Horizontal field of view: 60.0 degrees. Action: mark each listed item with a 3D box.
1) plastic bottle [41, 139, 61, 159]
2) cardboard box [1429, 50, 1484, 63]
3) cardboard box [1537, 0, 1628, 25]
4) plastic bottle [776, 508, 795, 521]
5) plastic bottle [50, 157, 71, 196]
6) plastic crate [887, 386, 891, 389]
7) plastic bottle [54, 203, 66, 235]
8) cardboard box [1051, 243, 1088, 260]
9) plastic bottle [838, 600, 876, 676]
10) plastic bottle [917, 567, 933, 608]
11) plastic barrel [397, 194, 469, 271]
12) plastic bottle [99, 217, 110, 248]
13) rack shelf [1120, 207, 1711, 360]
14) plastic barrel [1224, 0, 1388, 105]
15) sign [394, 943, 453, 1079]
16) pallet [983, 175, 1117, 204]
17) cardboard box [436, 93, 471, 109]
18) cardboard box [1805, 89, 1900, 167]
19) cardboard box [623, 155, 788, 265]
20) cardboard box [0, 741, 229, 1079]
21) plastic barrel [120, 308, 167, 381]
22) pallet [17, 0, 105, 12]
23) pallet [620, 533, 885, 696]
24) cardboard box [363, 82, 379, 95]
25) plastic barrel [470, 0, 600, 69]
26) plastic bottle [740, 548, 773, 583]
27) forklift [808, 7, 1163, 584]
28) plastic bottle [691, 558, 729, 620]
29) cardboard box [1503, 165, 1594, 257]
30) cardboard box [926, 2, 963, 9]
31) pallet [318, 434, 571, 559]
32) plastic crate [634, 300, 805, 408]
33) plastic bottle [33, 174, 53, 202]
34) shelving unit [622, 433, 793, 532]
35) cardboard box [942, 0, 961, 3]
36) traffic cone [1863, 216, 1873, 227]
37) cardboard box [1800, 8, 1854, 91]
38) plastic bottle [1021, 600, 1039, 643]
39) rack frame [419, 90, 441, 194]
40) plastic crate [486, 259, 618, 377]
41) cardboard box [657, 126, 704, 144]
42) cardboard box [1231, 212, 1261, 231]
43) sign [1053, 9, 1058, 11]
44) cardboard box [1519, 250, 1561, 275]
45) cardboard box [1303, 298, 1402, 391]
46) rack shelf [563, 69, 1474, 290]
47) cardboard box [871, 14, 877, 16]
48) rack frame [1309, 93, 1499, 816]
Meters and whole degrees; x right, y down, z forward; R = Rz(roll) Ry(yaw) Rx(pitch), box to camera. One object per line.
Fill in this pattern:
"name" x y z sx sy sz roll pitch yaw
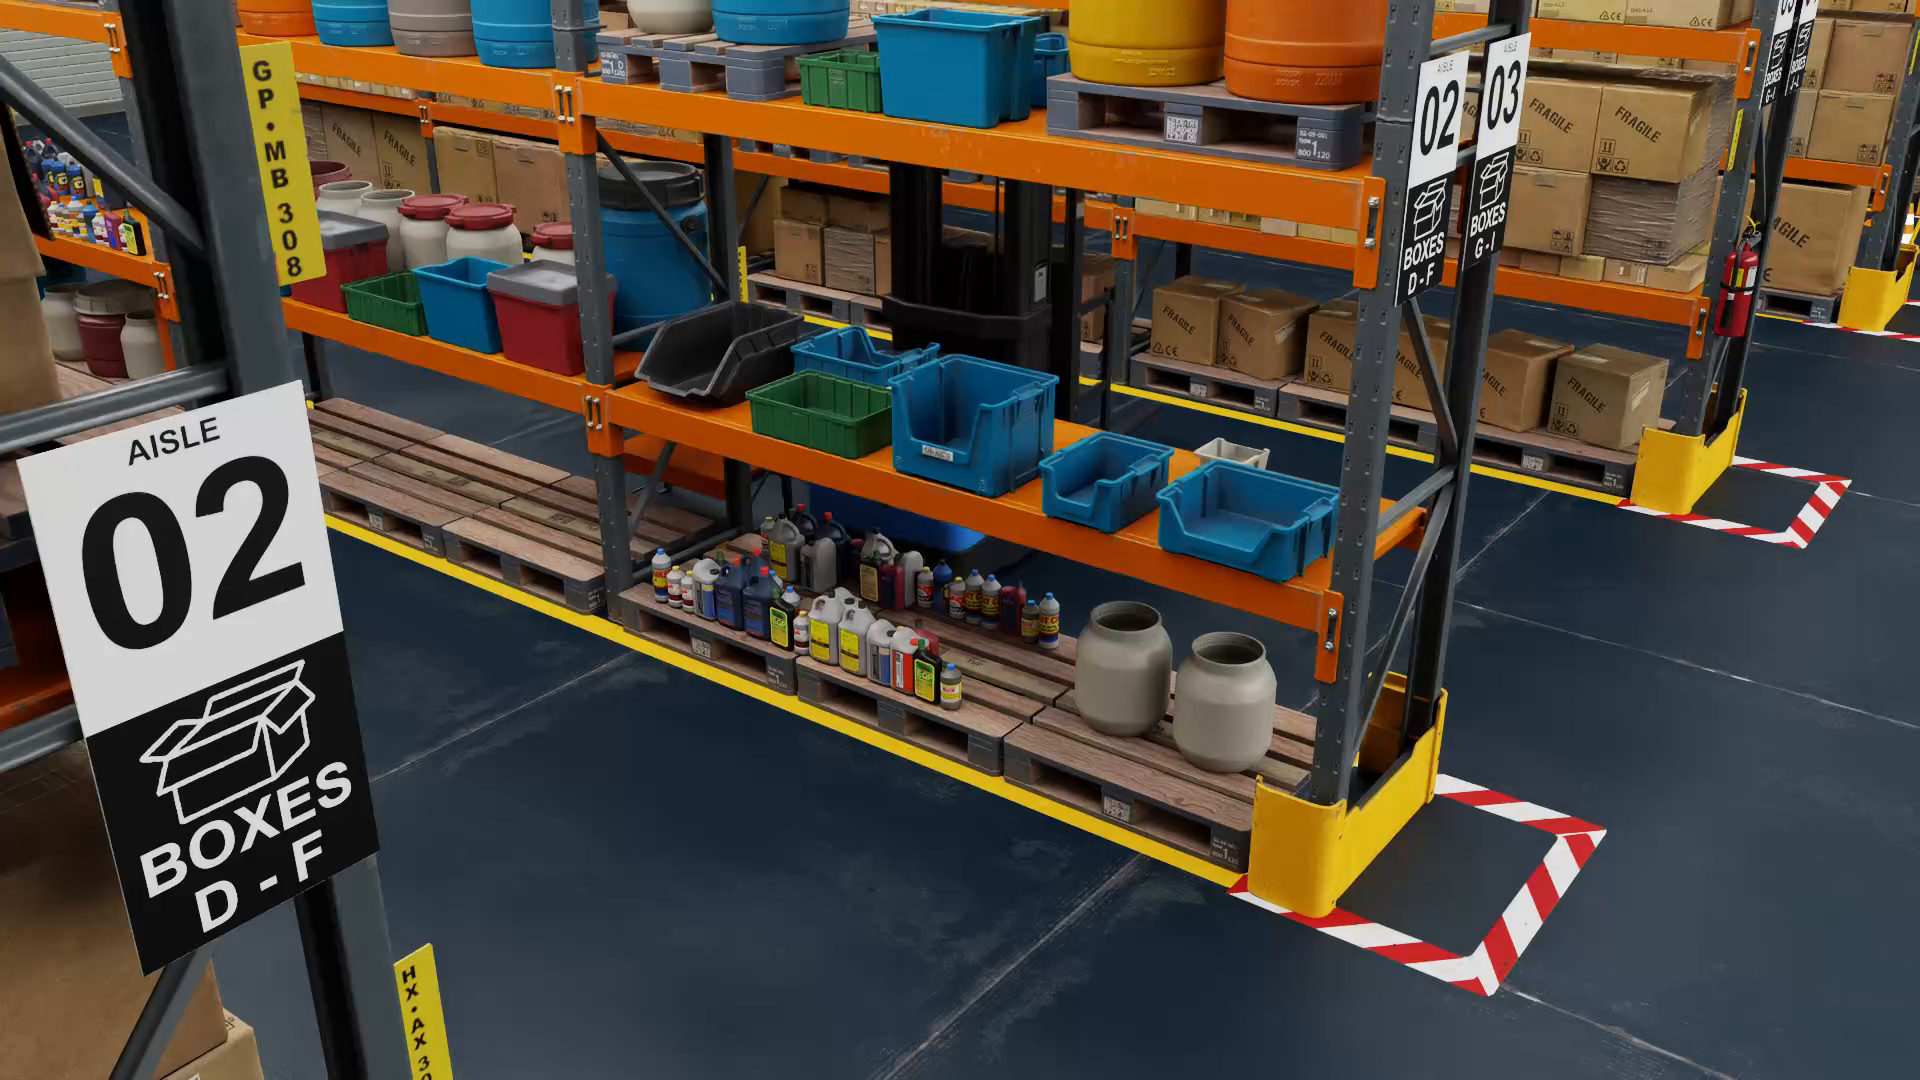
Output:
"plastic bottle" -6.831 -2.844 12.545 0.185 0.351 0.144 17 29 33
"cardboard box" 3.185 -2.947 10.985 0.500 0.500 0.500 17 29 33
"cardboard box" 3.723 -3.182 9.718 0.500 0.250 0.500 17 29 34
"plastic bottle" -0.926 -0.042 8.947 0.133 0.283 0.061 19 30 36
"plastic bottle" -6.658 -2.690 12.295 0.097 0.271 0.097 0 24 0
"plastic crate" -0.058 -0.662 7.858 0.437 0.136 0.530 17 29 33
"plastic bottle" -6.023 -2.161 11.180 0.097 0.201 0.097 0 24 0
"cardboard box" 0.613 -2.025 13.181 0.500 0.500 0.700 17 29 33
"plastic bottle" -0.472 0.440 7.770 0.185 0.351 0.144 18 30 35
"plastic bottle" -0.170 0.234 8.425 0.097 0.201 0.097 0 24 0
"plastic barrel" -3.077 -1.740 9.809 0.433 0.535 0.433 0 24 0
"plastic bottle" -5.556 -2.019 10.859 0.097 0.201 0.097 0 24 0
"rack shelf" 3.062 -1.878 11.185 4.000 0.370 1.077 17 29 33
"plastic barrel" 1.227 -1.964 5.713 0.708 0.830 0.600 17 29 33
"sign" -0.945 0.861 2.903 0.005 0.325 0.100 17 29 33
"pallet" 0.937 -2.835 12.702 1.213 0.211 1.003 17 29 33
"cardboard box" -4.722 -4.480 16.073 0.500 0.500 0.500 17 29 33
"cardboard box" 7.394 -3.444 13.659 0.550 0.550 0.875 17 29 33
"cardboard box" -2.279 -3.052 15.071 0.875 0.875 1.225 15 28 31
"cardboard box" -1.690 0.702 2.703 0.500 0.500 0.700 17 29 33
"plastic barrel" -5.617 -1.335 11.624 0.421 0.512 0.421 0 24 0
"pallet" -5.263 -3.563 10.631 1.213 0.211 1.003 17 29 33
"pallet" -0.997 0.359 8.674 1.213 0.211 1.003 17 29 33
"cardboard box" -5.792 -4.603 16.789 0.250 0.149 0.380 16 29 32
"plastic barrel" -2.046 -2.748 7.925 0.708 0.901 0.600 17 29 33
"plastic bottle" -1.026 0.200 8.315 0.185 0.351 0.144 17 29 33
"forklift" 0.323 -1.605 9.758 1.130 2.935 3.031 13 27 28
"plastic bottle" -1.242 0.240 8.318 0.135 0.276 0.152 18 30 35
"cardboard box" 3.766 -2.130 10.371 0.500 0.500 0.875 17 29 33
"cardboard box" -0.166 -5.803 18.253 0.250 0.149 0.380 17 29 33
"pallet" -3.141 -0.289 10.145 1.213 0.211 1.003 17 29 33
"plastic crate" -1.167 -0.897 8.143 0.504 0.338 0.767 17 29 33
"plastic bottle" -6.306 -2.326 11.371 0.185 0.351 0.144 17 29 33
"shelving unit" -1.567 -0.639 9.789 1.048 1.125 0.538 16 29 33
"cardboard box" 0.010 -6.075 18.871 0.250 0.149 0.380 18 29 35
"traffic cone" 9.488 -3.448 17.002 0.334 0.463 0.336 17 29 33
"cardboard box" 6.949 -4.068 13.737 0.550 0.550 0.875 17 29 33
"plastic bottle" 0.345 0.389 8.071 0.097 0.201 0.097 0 24 0
"rack frame" -4.940 -4.626 16.528 0.127 3.000 1.000 17 29 33
"plastic crate" -2.080 -1.141 8.540 0.583 0.464 0.402 17 29 33
"cardboard box" -2.283 -3.744 14.402 0.500 0.500 0.500 18 29 35
"cardboard box" 2.068 -2.254 11.456 0.250 0.149 0.380 17 29 33
"sign" 0.998 -5.551 17.290 0.005 0.325 0.100 17 29 33
"cardboard box" 3.689 -1.781 10.384 0.250 0.149 0.380 17 29 33
"cardboard box" 2.764 -1.369 11.716 0.500 0.500 0.500 14 27 29
"rack shelf" 0.091 -1.653 6.954 4.000 0.370 1.077 17 29 33
"cardboard box" -0.792 -5.856 18.742 0.250 0.149 0.380 16 29 32
"rack frame" 1.692 -0.126 6.316 0.127 3.000 1.000 17 29 33
